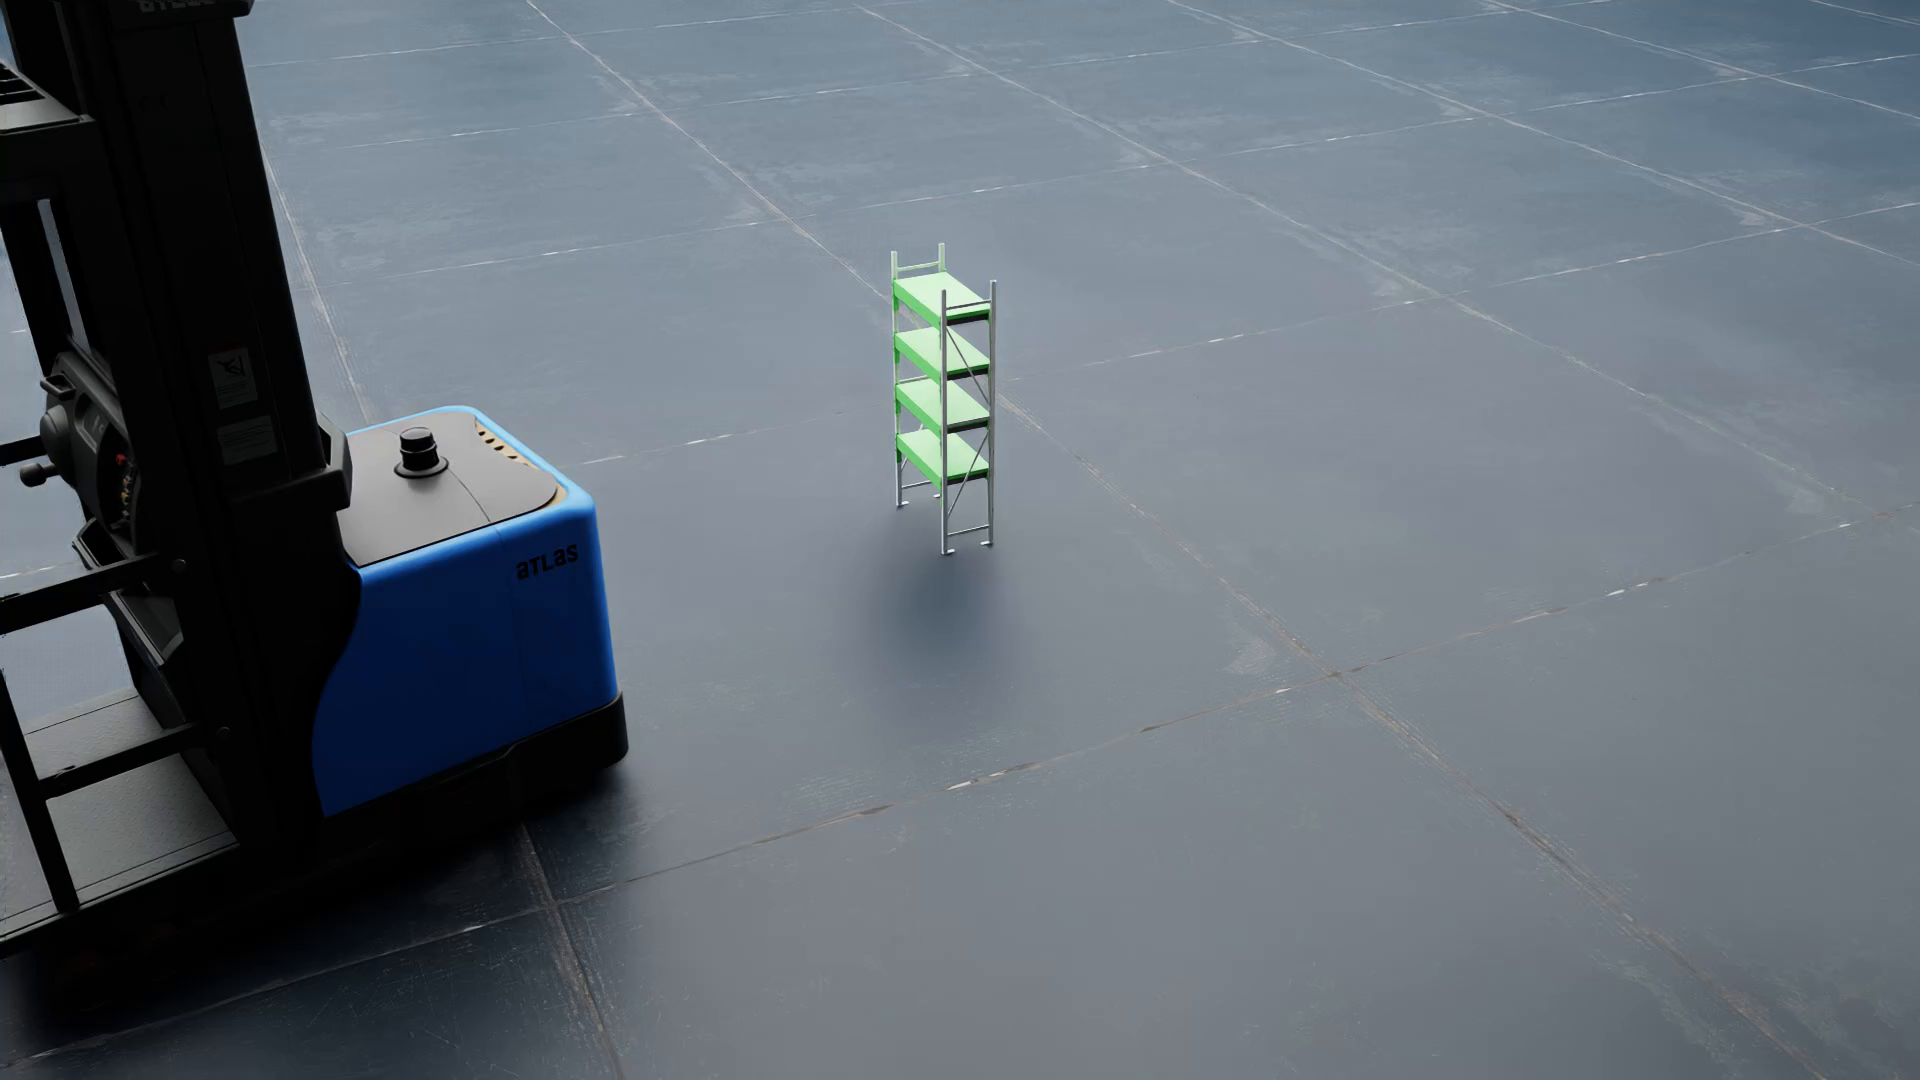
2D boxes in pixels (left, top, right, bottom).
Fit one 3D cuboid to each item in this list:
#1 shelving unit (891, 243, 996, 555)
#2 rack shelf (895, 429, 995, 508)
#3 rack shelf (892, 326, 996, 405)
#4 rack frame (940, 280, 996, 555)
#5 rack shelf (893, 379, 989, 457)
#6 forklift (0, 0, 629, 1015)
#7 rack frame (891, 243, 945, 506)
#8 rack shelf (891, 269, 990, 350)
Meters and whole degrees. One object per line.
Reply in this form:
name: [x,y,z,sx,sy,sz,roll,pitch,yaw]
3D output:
shelving unit: [-0.071,-0.596,7.087,0.258,1.200,0.503,-13,32,-22]
rack shelf: [-0.071,-0.331,7.236,0.258,0.148,0.480,-13,32,-22]
rack shelf: [-0.071,-0.750,7.001,0.258,0.148,0.480,-13,32,-22]
rack frame: [0.034,-0.489,6.895,0.240,1.200,0.015,-13,32,-22]
rack shelf: [-0.071,-0.541,7.118,0.258,0.148,0.480,-13,32,-22]
forklift: [-2.620,-0.208,4.624,3.031,2.935,1.130,-22,36,-33]
rack frame: [-0.176,-0.704,7.279,0.240,1.200,0.015,-13,32,-22]
rack shelf: [-0.071,-0.959,6.883,0.258,0.148,0.480,-13,32,-22]
